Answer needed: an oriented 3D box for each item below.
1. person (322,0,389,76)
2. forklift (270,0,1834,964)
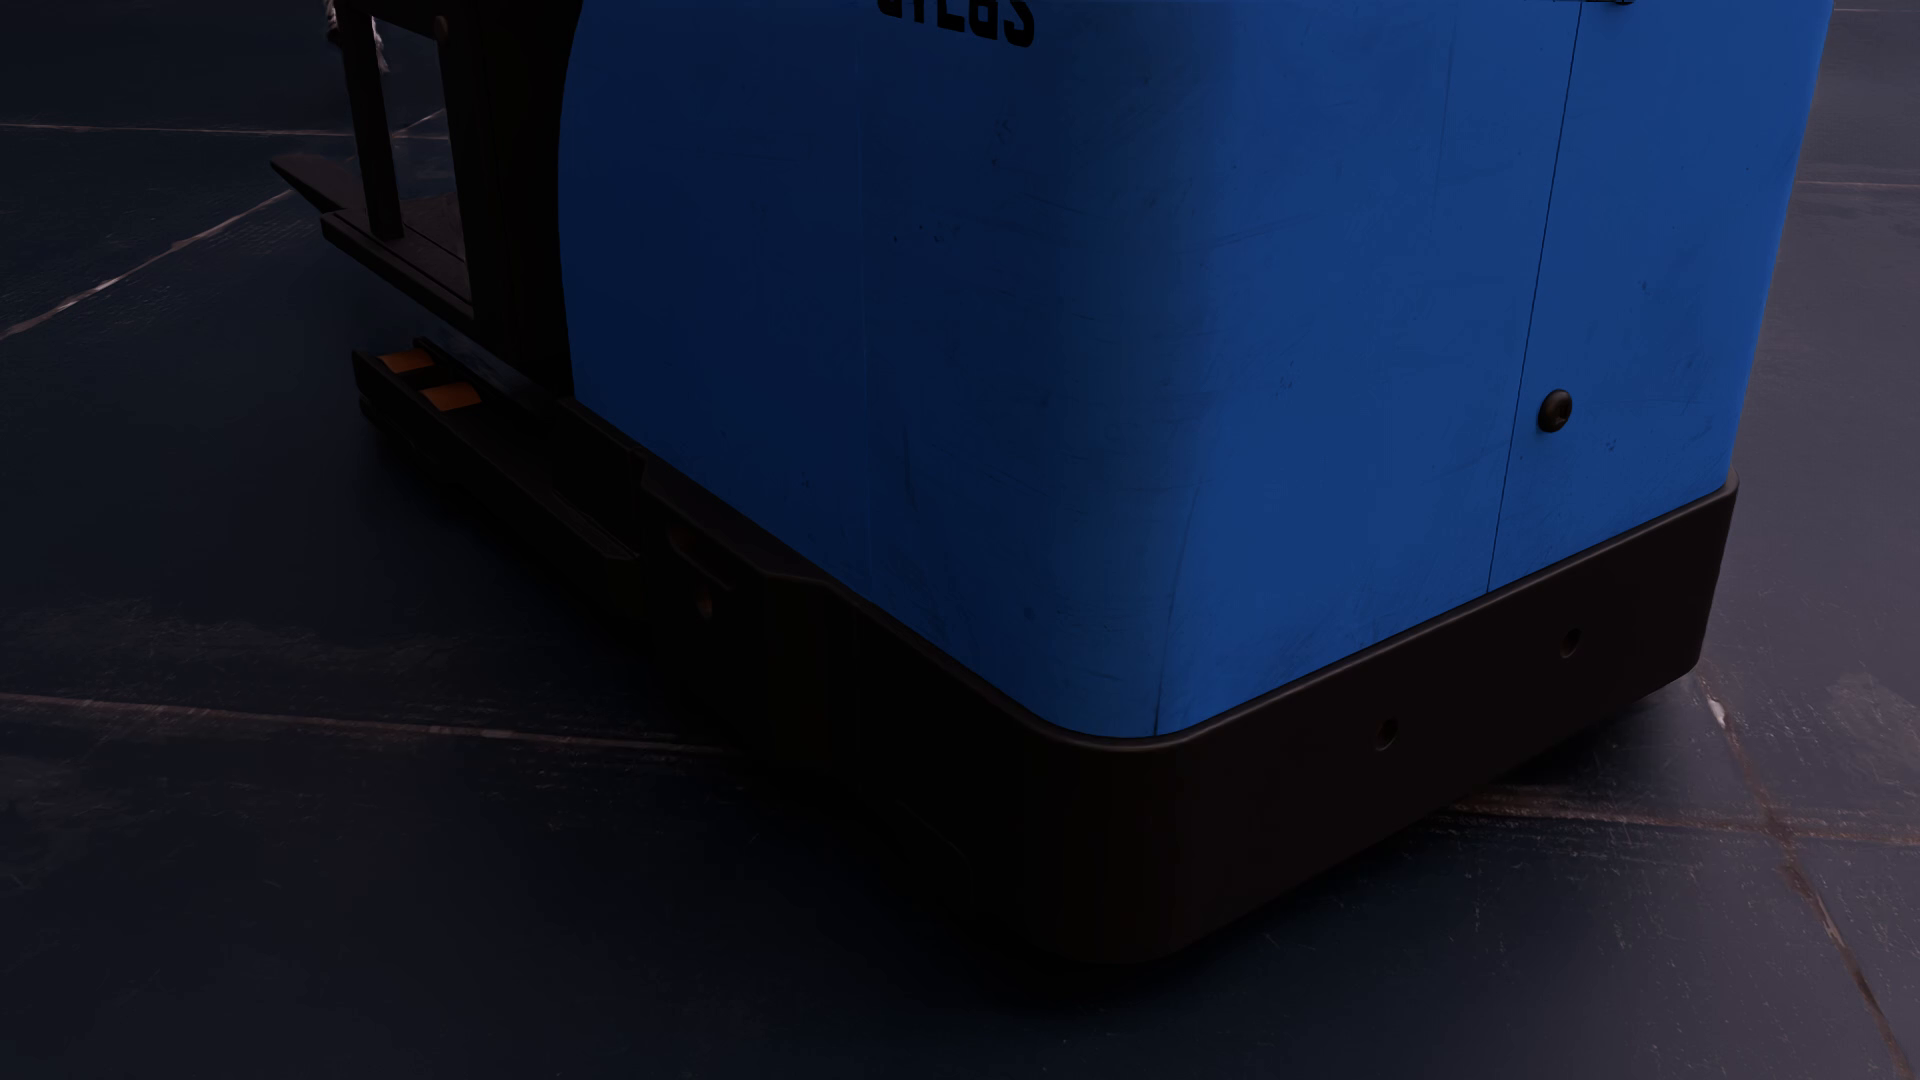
[{"bbox_3d":[-1.525,-2.253,5.162,1.091,1.626,0.699,-14,30,-25],"label":"person"},{"bbox_3d":[-0.363,-1.514,2.252,1.130,2.935,3.031,-18,32,-32],"label":"forklift"}]
